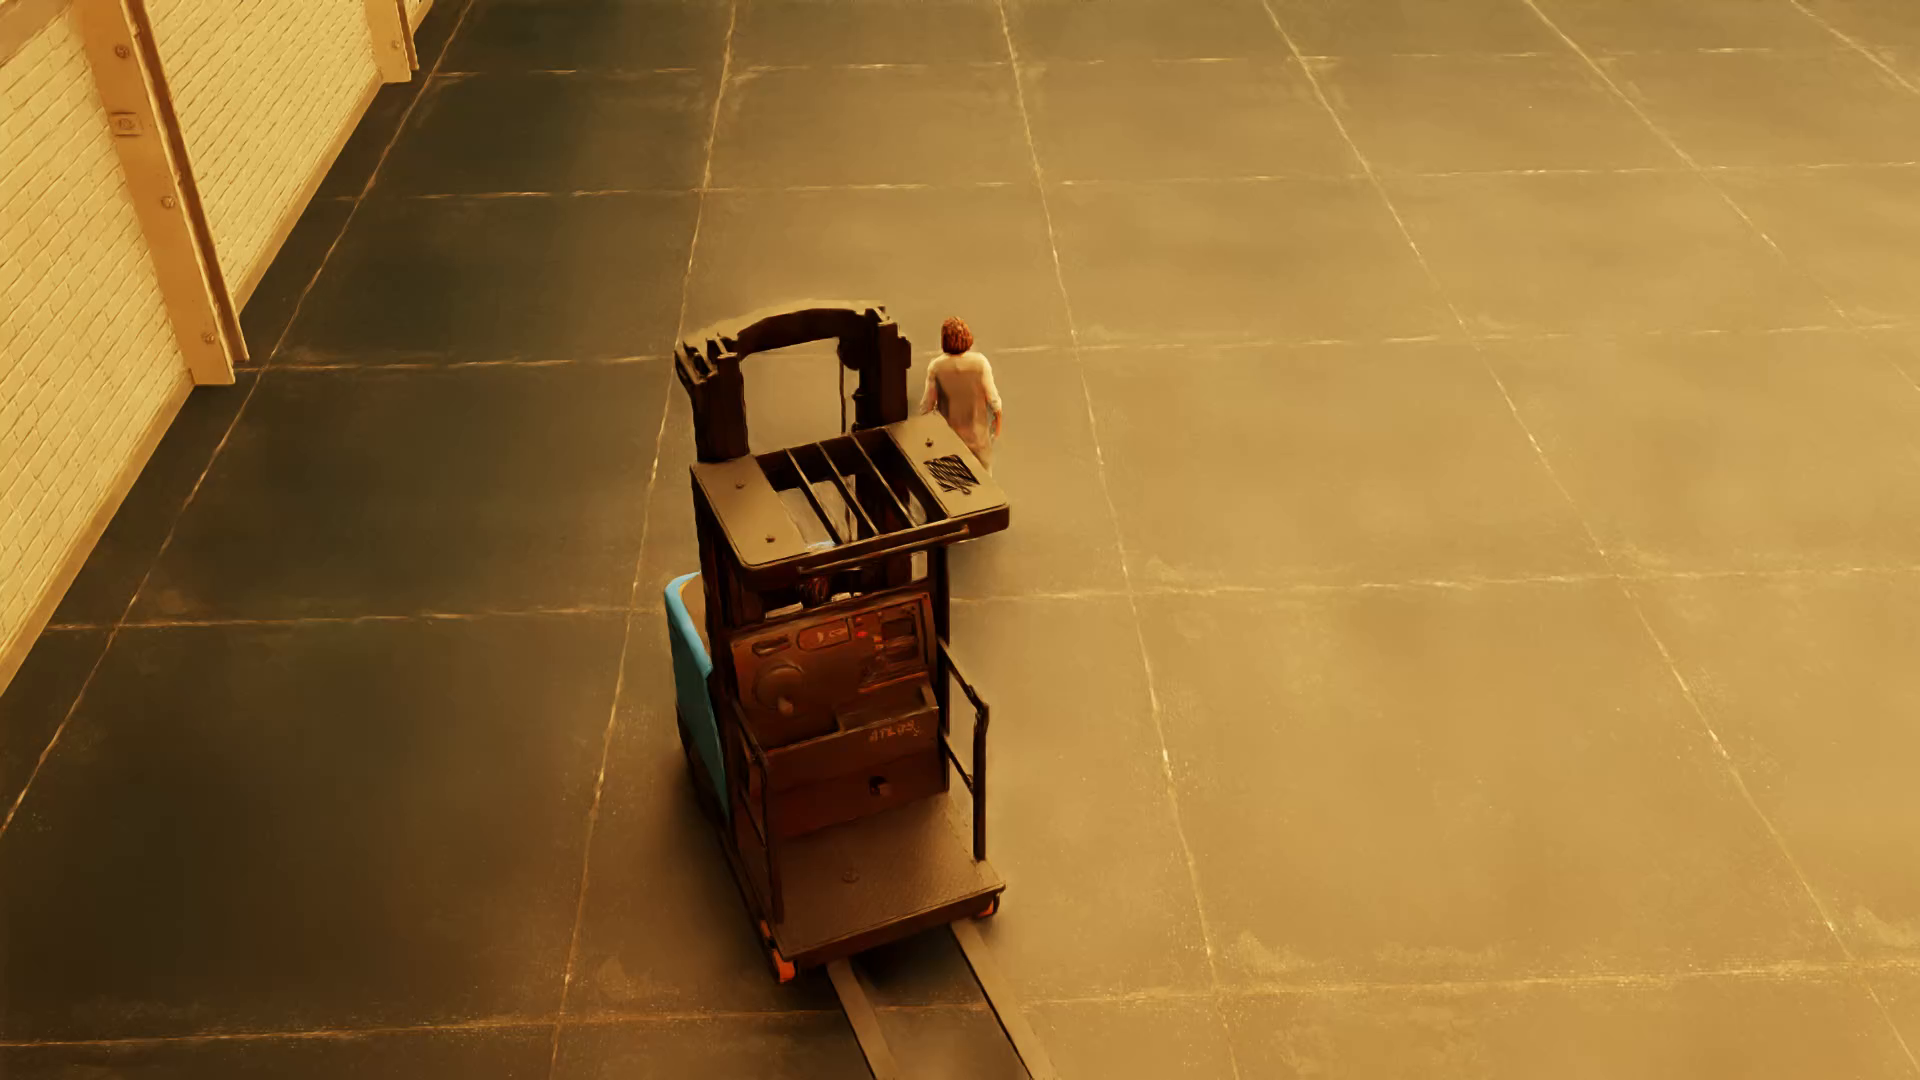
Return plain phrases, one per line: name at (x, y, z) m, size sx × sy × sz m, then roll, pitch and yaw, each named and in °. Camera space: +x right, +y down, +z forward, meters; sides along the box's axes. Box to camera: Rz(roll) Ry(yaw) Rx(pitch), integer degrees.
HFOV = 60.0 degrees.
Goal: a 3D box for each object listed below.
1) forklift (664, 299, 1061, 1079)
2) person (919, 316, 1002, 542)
forklift at (-0.469, 0.570, 7.229) m, size 1.130 × 2.935 × 3.031 m, roll -14°, pitch 38°, yaw -18°
person at (0.010, -0.695, 10.086) m, size 0.521 × 1.597 × 0.474 m, roll -2°, pitch 36°, yaw -2°
